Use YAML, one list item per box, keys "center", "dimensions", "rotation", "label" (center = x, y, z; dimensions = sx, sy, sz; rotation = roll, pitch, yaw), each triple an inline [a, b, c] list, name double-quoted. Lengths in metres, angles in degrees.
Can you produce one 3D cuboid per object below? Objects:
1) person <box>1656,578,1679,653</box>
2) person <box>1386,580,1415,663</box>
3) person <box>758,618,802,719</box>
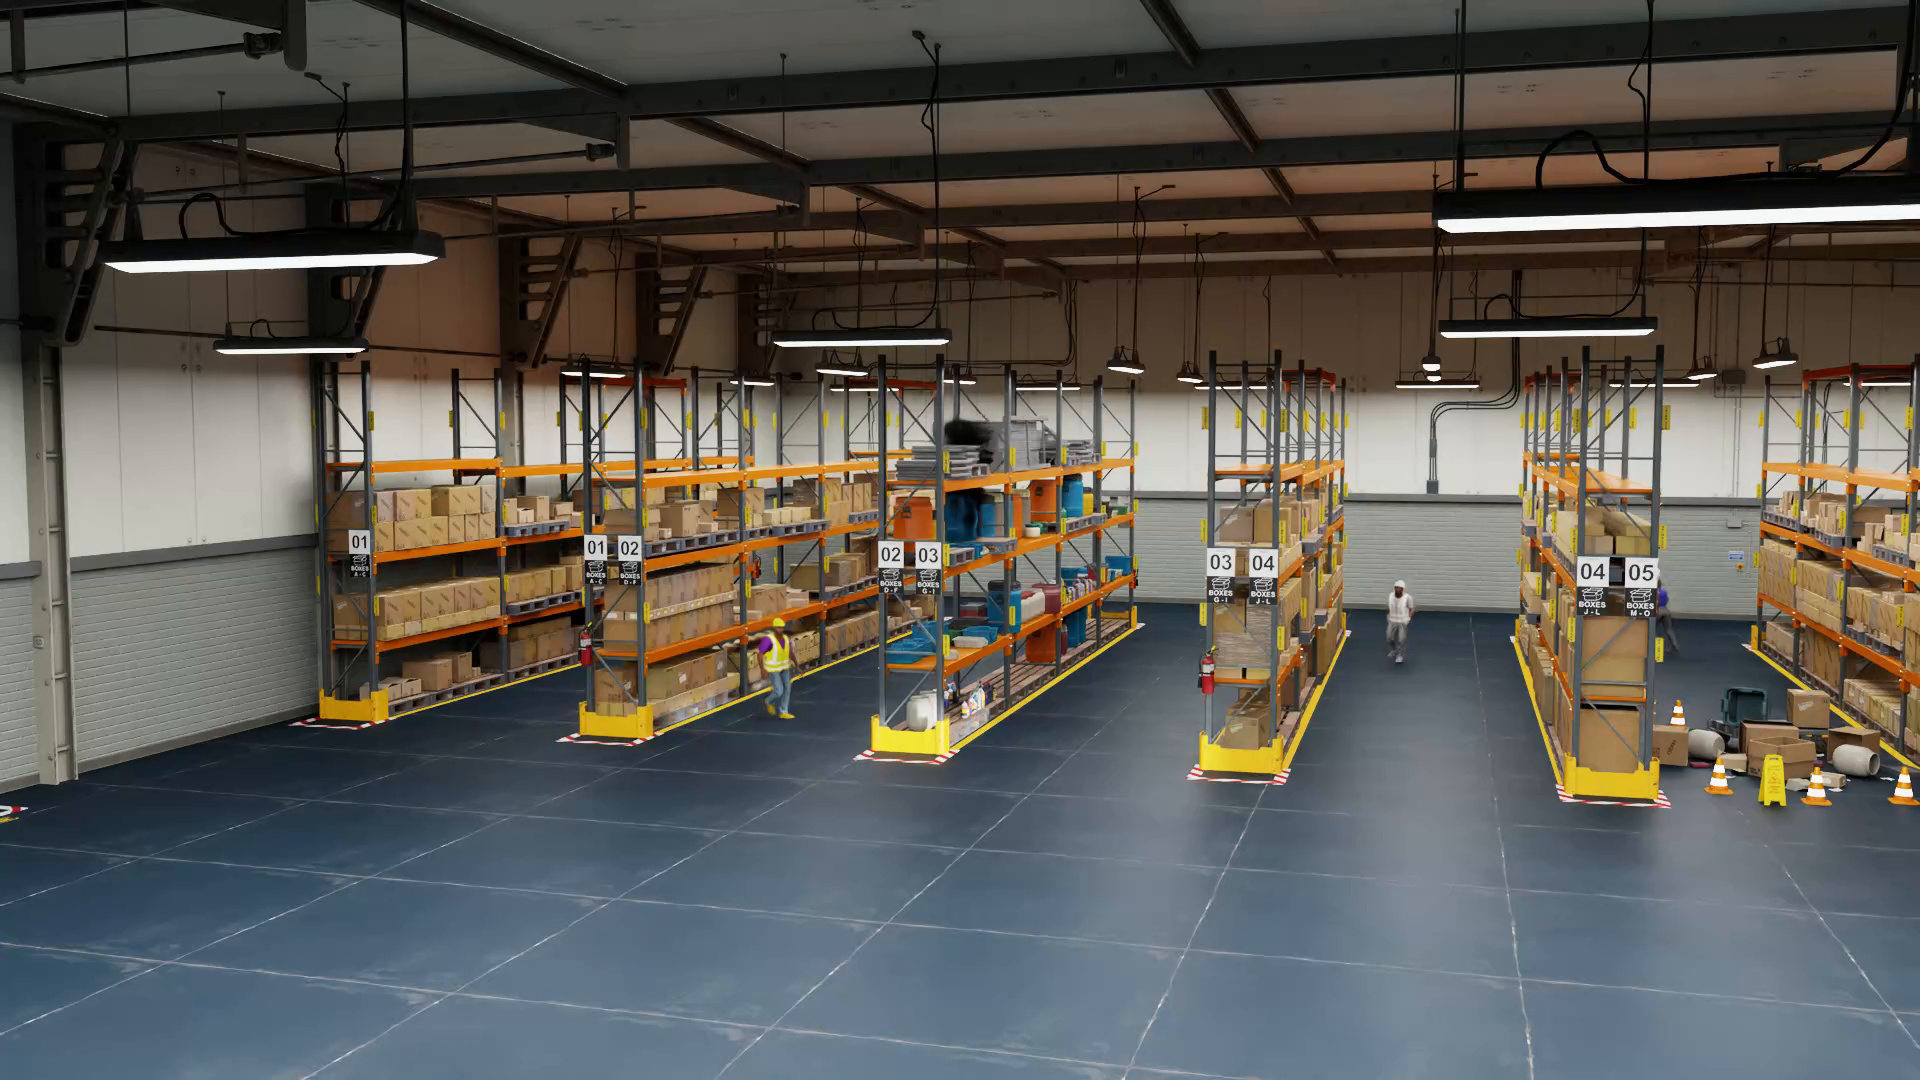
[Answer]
- center: [15.079, 1.642, 35.765]
  dimensions: [0.574, 1.632, 0.956]
  rotation: [-1, 4, -16]
  label: "person"
- center: [9.020, 1.685, 34.225]
  dimensions: [0.692, 1.733, 0.781]
  rotation: [2, 5, 31]
  label: "person"
- center: [-3.023, 2.144, 27.646]
  dimensions: [0.730, 1.722, 0.543]
  rotation: [-4, 6, -45]
  label: "person"
